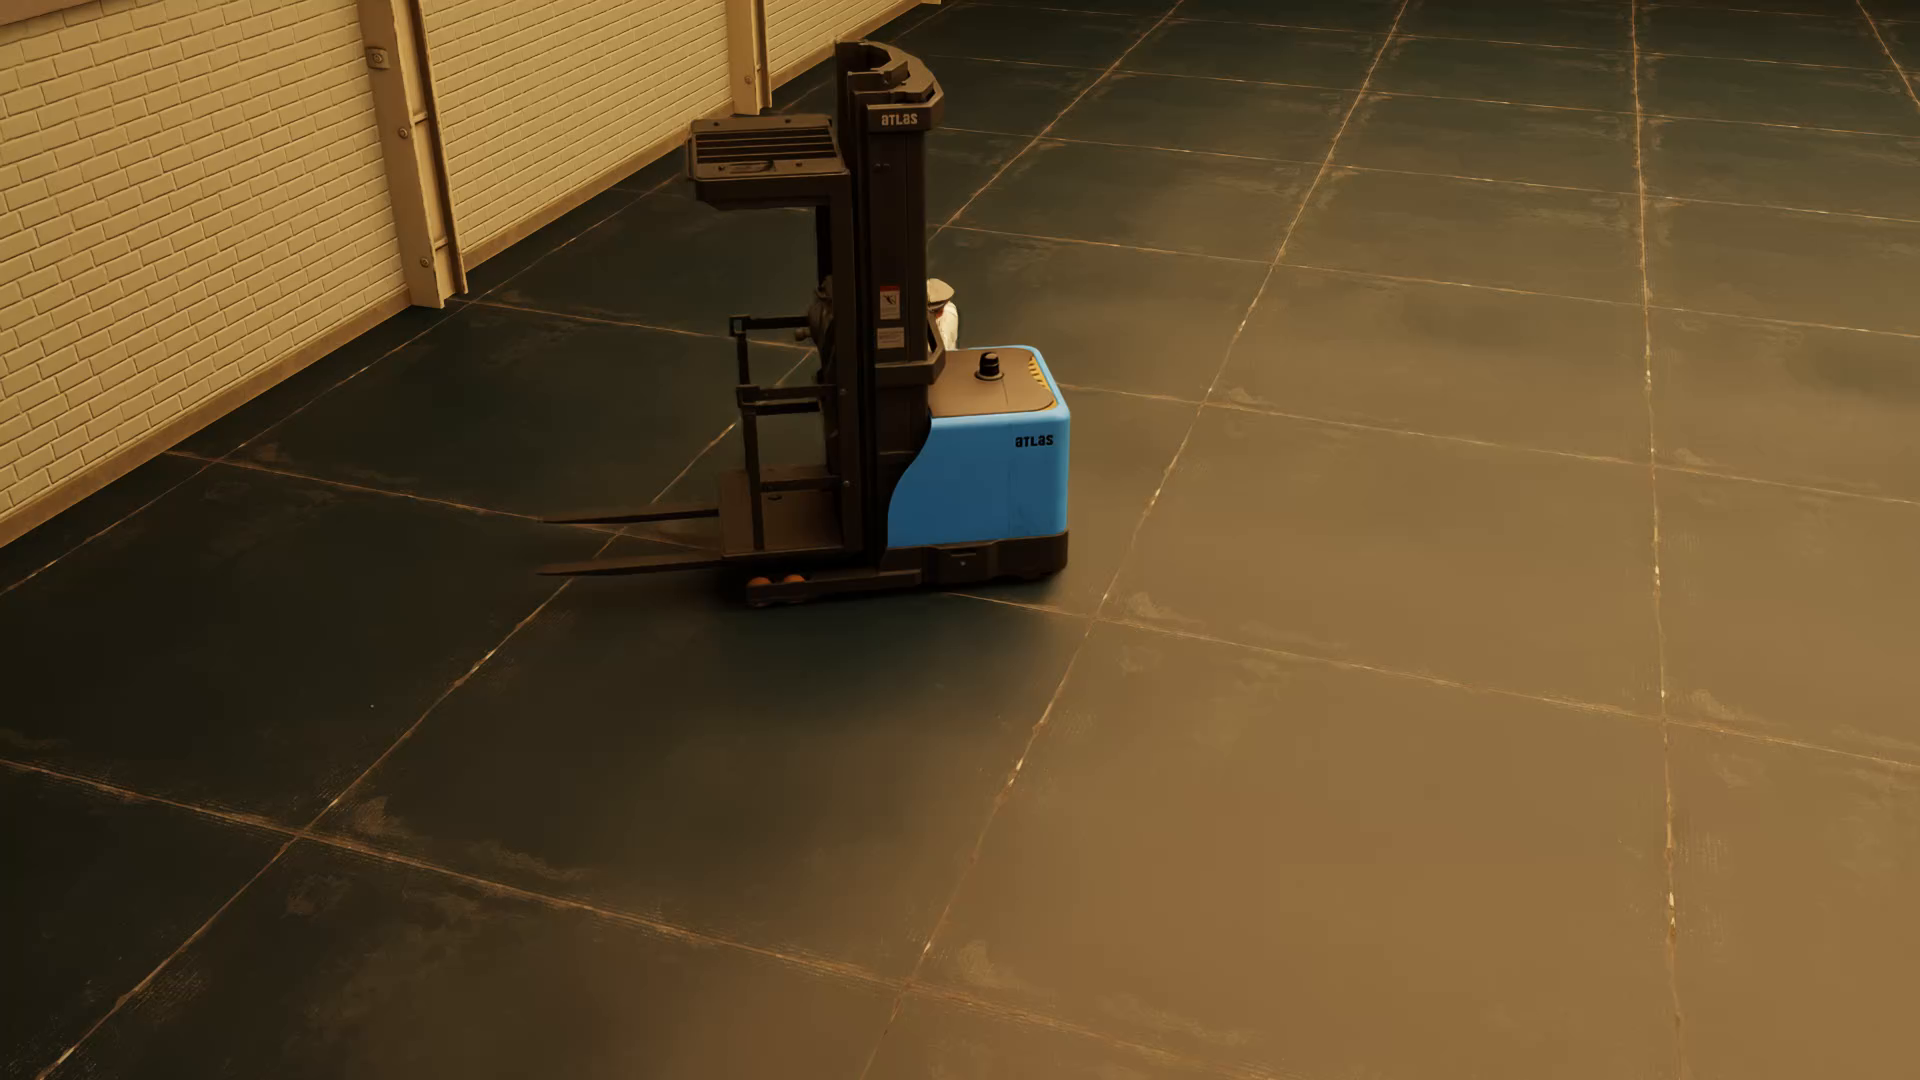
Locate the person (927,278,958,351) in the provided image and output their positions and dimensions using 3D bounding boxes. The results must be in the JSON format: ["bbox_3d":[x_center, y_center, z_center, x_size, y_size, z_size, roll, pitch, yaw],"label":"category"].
[{"bbox_3d":[-0.342,-0.952,10.374,0.823,1.378,0.953,-24,37,-35],"label":"person"}]

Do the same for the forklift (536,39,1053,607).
[{"bbox_3d":[-0.936,-1.175,9.198,3.031,2.935,1.121,-5,30,-8],"label":"forklift"}]
